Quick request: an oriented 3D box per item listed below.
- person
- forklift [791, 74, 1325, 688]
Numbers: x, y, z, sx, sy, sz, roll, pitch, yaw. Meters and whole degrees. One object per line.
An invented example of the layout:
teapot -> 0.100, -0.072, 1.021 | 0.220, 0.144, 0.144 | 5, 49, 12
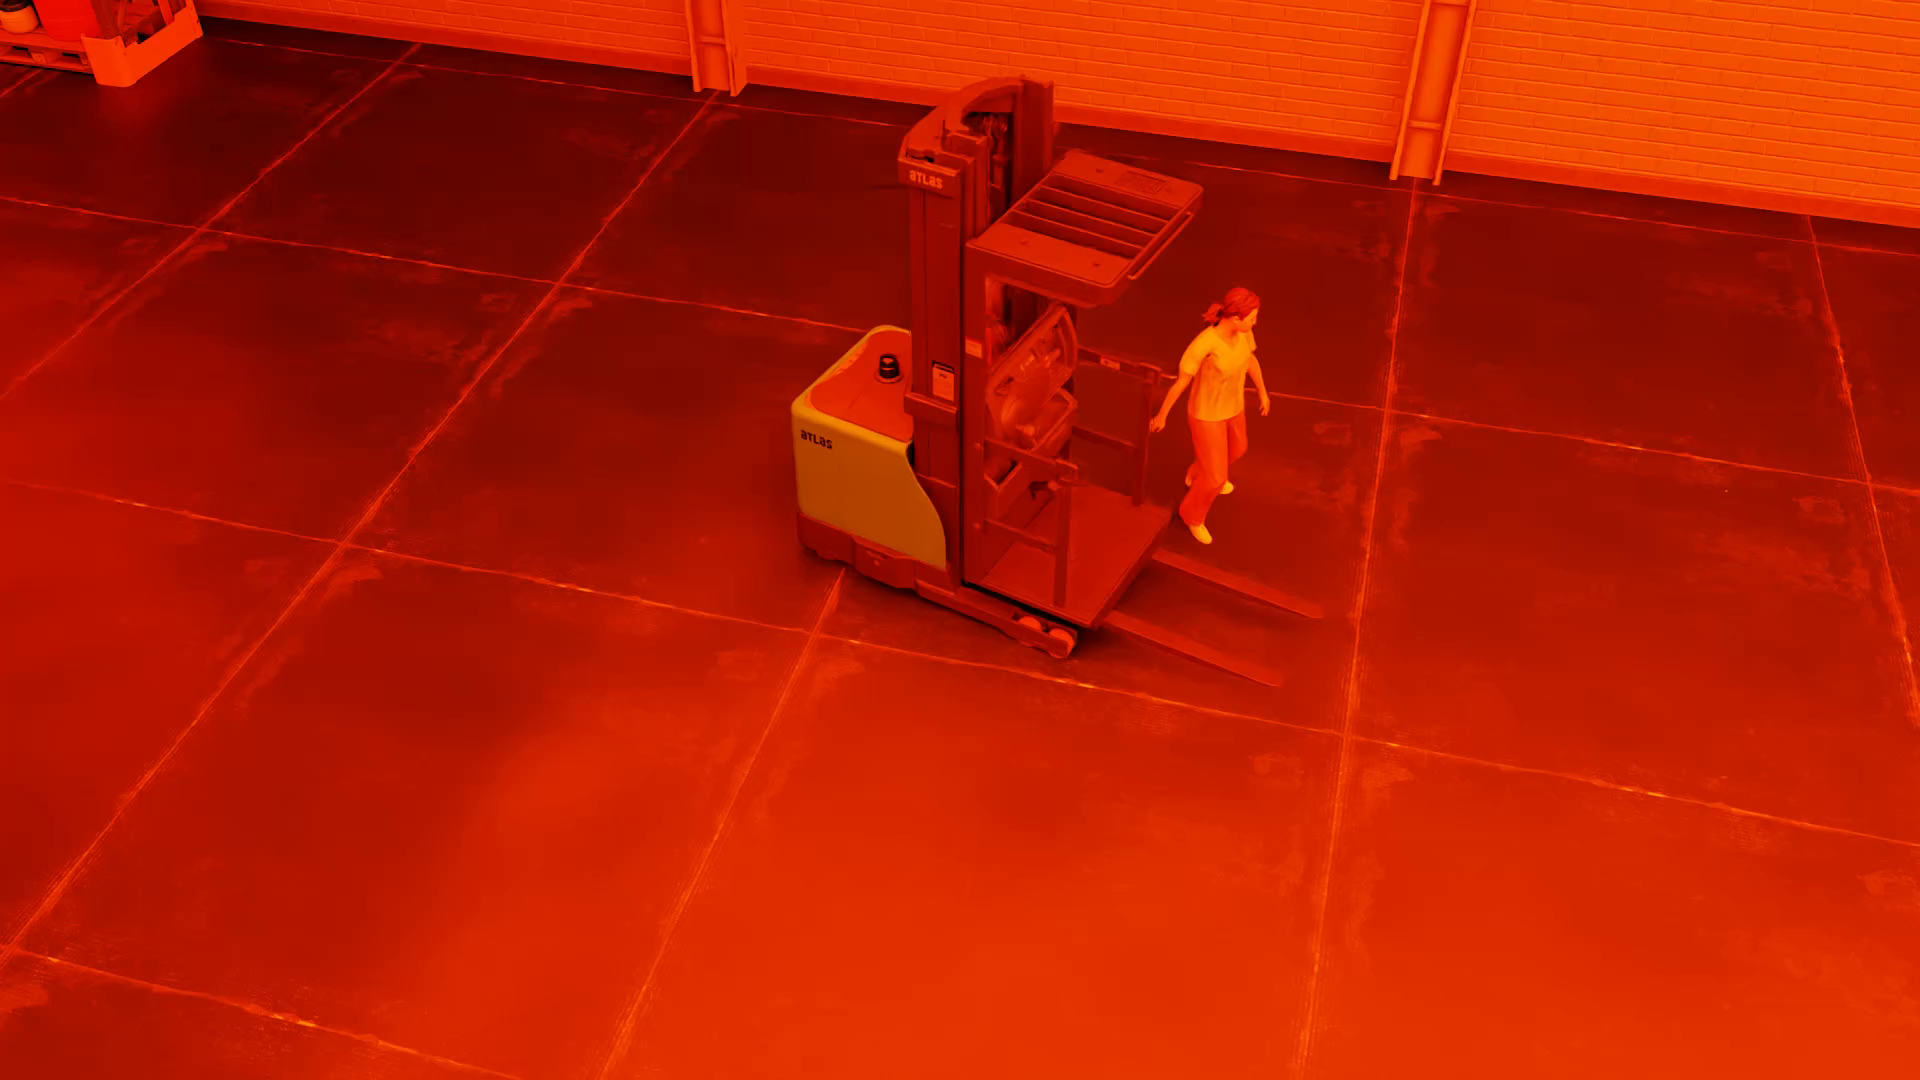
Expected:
person -> 1.471, -0.759, 9.750 | 0.731, 1.635, 0.539 | -29, 49, -29
forklift -> 0.563, -0.842, 8.822 | 3.031, 2.935, 1.130 | 21, 45, 22
